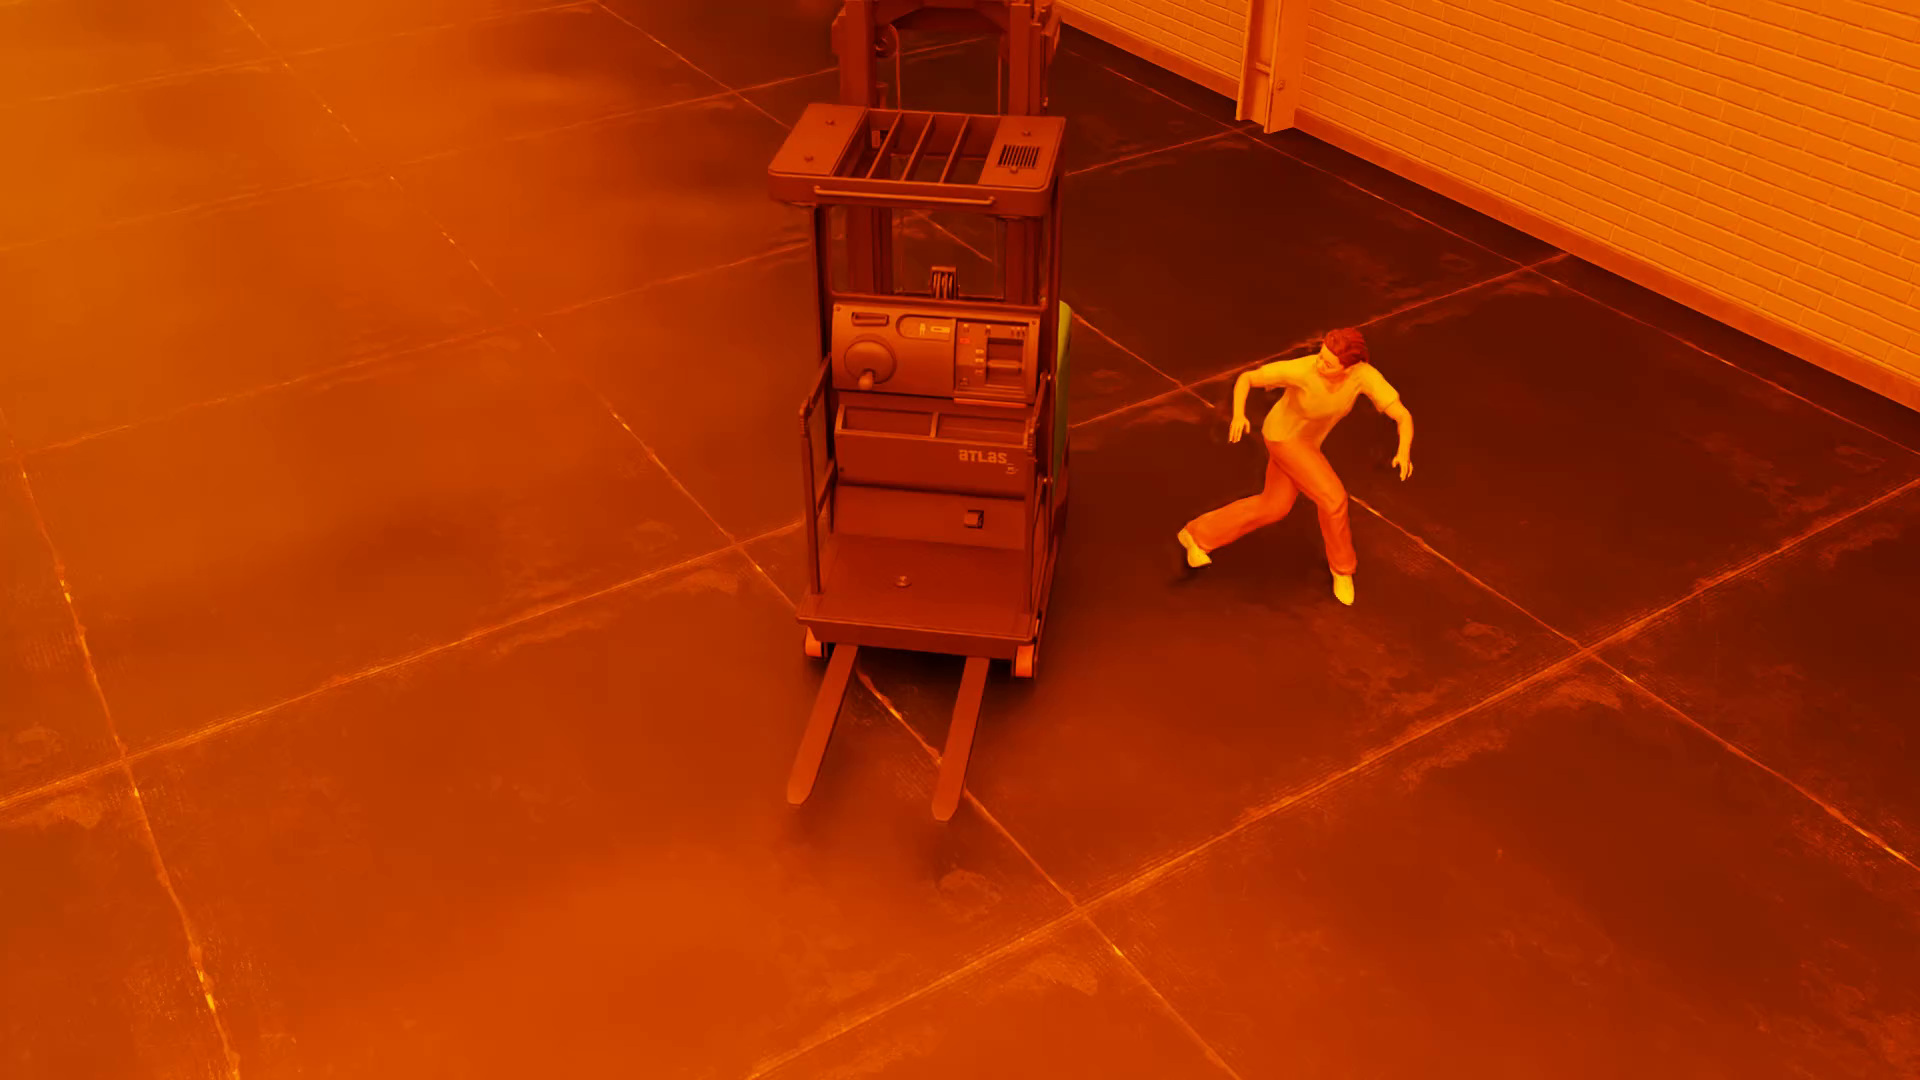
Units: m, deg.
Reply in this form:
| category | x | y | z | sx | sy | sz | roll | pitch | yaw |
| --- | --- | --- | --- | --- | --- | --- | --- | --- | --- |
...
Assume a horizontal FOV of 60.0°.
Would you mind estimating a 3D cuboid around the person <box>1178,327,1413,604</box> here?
| category | x | y | z | sx | sy | sz | roll | pitch | yaw |
| --- | --- | --- | --- | --- | --- | --- | --- | --- | --- |
| person | 1.630 | -0.344 | 7.964 | 0.829 | 1.459 | 1.036 | -20 | 40 | -26 |

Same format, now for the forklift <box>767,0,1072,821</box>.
| category | x | y | z | sx | sy | sz | roll | pitch | yaw |
| --- | --- | --- | --- | --- | --- | --- | --- | --- | --- |
| forklift | -0.142 | -0.775 | 7.251 | 1.130 | 2.935 | 3.031 | 5 | 35 | 7 |
